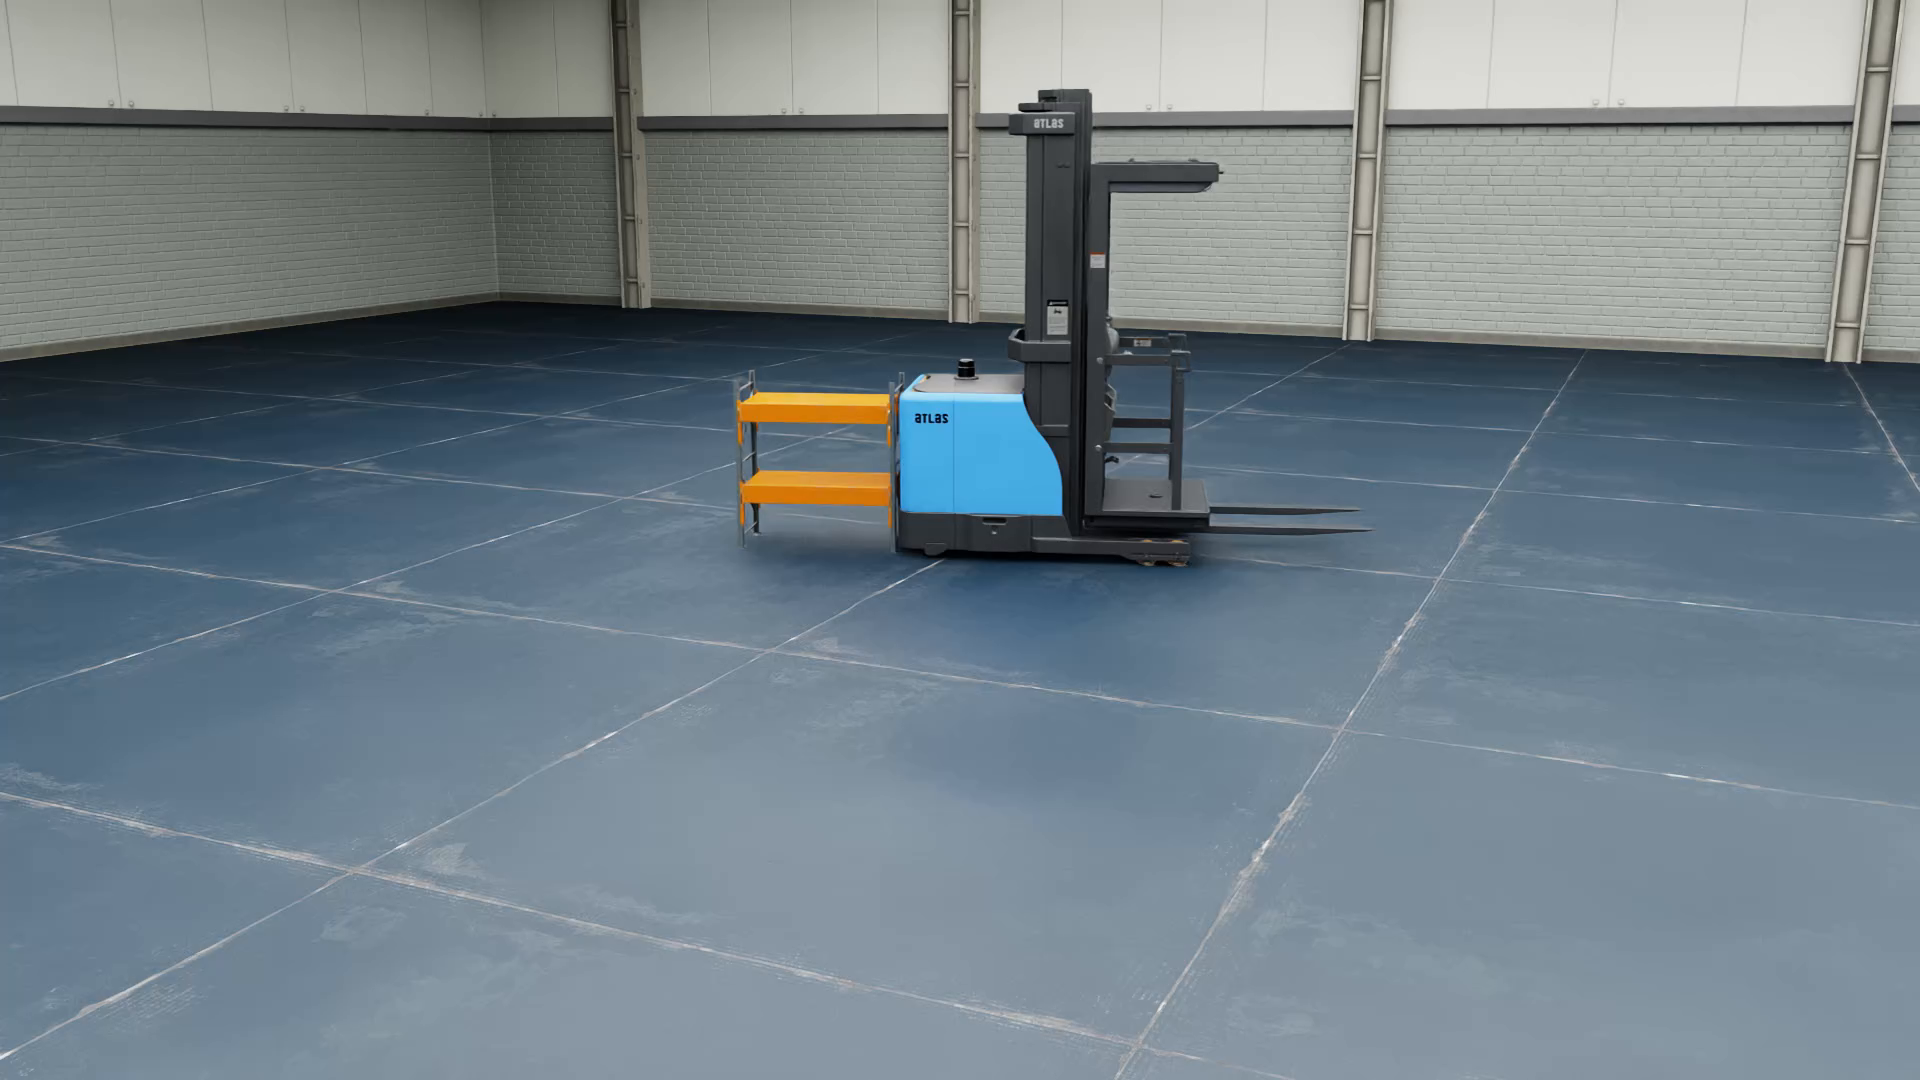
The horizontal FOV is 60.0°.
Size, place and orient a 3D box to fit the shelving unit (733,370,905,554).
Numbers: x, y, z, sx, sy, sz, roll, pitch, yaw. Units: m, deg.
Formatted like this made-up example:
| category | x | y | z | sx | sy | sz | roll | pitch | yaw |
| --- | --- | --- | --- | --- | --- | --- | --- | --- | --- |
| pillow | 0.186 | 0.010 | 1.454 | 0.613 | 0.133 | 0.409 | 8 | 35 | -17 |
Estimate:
| category | x | y | z | sx | sy | sz | roll | pitch | yaw |
| --- | --- | --- | --- | --- | --- | --- | --- | --- | --- |
| shelving unit | -0.917 | -0.527 | 11.039 | 1.048 | 1.125 | 0.538 | 1 | 13 | 6 |

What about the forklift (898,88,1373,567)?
| category | x | y | z | sx | sy | sz | roll | pitch | yaw |
| --- | --- | --- | --- | --- | --- | --- | --- | --- | --- |
| forklift | 1.151 | -1.386 | 10.747 | 3.031 | 2.935 | 1.130 | 1 | 13 | 6 |

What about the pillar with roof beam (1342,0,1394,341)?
| category | x | y | z | sx | sy | sz | roll | pitch | yaw |
| --- | --- | --- | --- | --- | --- | --- | --- | --- | --- |
| pillar with roof beam | 3.806 | -6.276 | 18.303 | 0.400 | 9.000 | 9.100 | 6 | 14 | 23 |

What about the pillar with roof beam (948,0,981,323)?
| category | x | y | z | sx | sy | sz | roll | pitch | yaw |
| --- | --- | --- | --- | --- | --- | --- | --- | --- | --- |
| pillar with roof beam | -1.680 | -6.831 | 20.669 | 0.400 | 9.000 | 9.100 | 6 | 14 | 23 |

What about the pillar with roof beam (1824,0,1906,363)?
| category | x | y | z | sx | sy | sz | roll | pitch | yaw |
| --- | --- | --- | --- | --- | --- | --- | --- | --- | --- |
| pillar with roof beam | 9.292 | -5.721 | 15.937 | 0.400 | 9.000 | 9.100 | 6 | 14 | 23 |

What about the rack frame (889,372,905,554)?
| category | x | y | z | sx | sy | sz | roll | pitch | yaw |
| --- | --- | --- | --- | --- | --- | --- | --- | --- | --- |
| rack frame | -0.412 | -0.515 | 10.988 | 0.032 | 1.125 | 0.500 | 1 | 13 | 6 |

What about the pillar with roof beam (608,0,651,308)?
| category | x | y | z | sx | sy | sz | roll | pitch | yaw |
| --- | --- | --- | --- | --- | --- | --- | --- | --- | --- |
| pillar with roof beam | -7.165 | -7.386 | 23.035 | 0.400 | 9.000 | 9.100 | 6 | 14 | 23 |

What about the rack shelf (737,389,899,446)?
| category | x | y | z | sx | sy | sz | roll | pitch | yaw |
| --- | --- | --- | --- | --- | --- | --- | --- | --- | --- |
| rack shelf | -0.917 | -0.812 | 10.972 | 1.000 | 0.278 | 0.538 | 1 | 13 | 6 |

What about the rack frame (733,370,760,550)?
| category | x | y | z | sx | sy | sz | roll | pitch | yaw |
| --- | --- | --- | --- | --- | --- | --- | --- | --- | --- |
| rack frame | -1.423 | -0.539 | 11.091 | 0.032 | 1.125 | 0.500 | 1 | 13 | 6 |

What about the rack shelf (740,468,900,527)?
| category | x | y | z | sx | sy | sz | roll | pitch | yaw |
| --- | --- | --- | --- | --- | --- | --- | --- | --- | --- |
| rack shelf | -0.917 | -0.289 | 11.095 | 1.000 | 0.278 | 0.538 | 1 | 13 | 6 |
